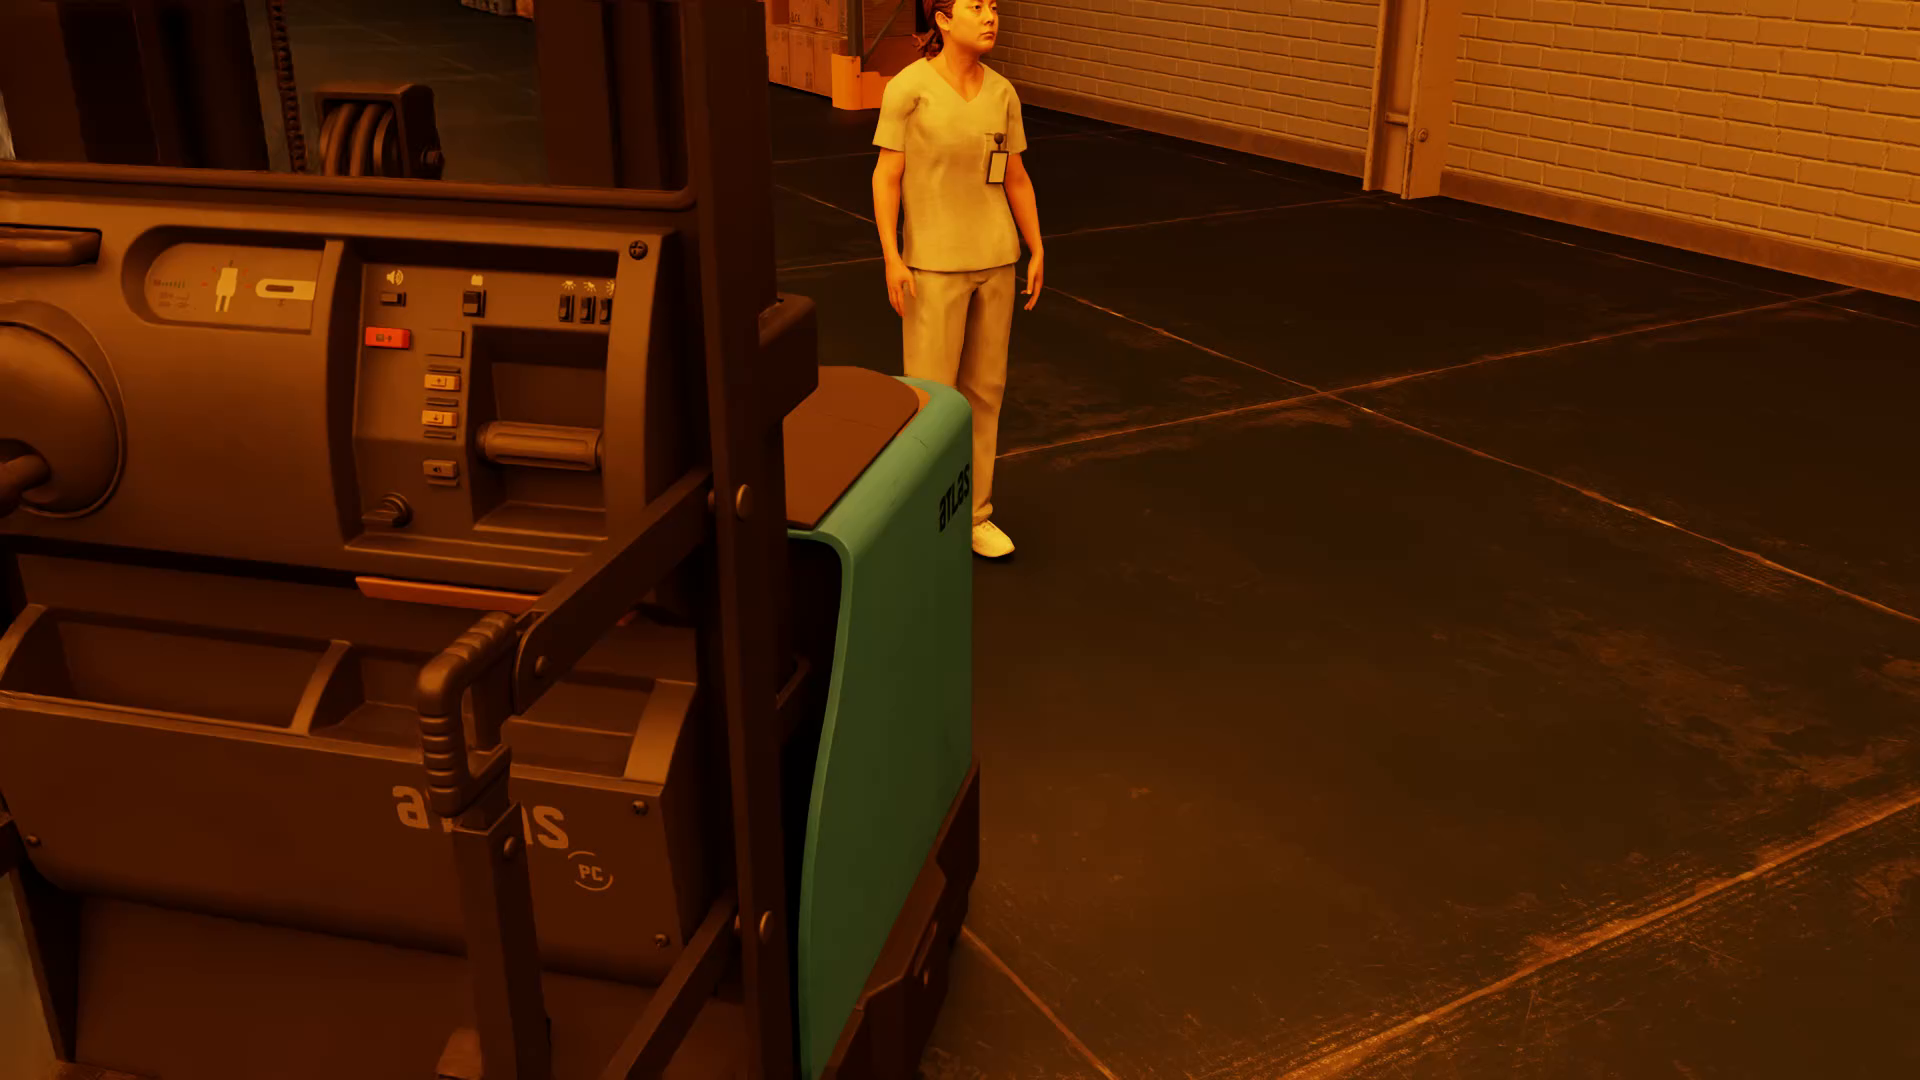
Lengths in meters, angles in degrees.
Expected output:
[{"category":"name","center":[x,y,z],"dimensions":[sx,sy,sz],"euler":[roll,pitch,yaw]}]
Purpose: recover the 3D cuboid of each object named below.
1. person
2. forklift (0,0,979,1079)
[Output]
[{"category":"person","center":[0.026,-0.755,4.748],"dimensions":[0.550,1.673,0.548],"euler":[-12,25,-28]},{"category":"forklift","center":[-0.817,-0.156,1.655],"dimensions":[1.130,2.935,3.031],"euler":[5,23,13]}]
